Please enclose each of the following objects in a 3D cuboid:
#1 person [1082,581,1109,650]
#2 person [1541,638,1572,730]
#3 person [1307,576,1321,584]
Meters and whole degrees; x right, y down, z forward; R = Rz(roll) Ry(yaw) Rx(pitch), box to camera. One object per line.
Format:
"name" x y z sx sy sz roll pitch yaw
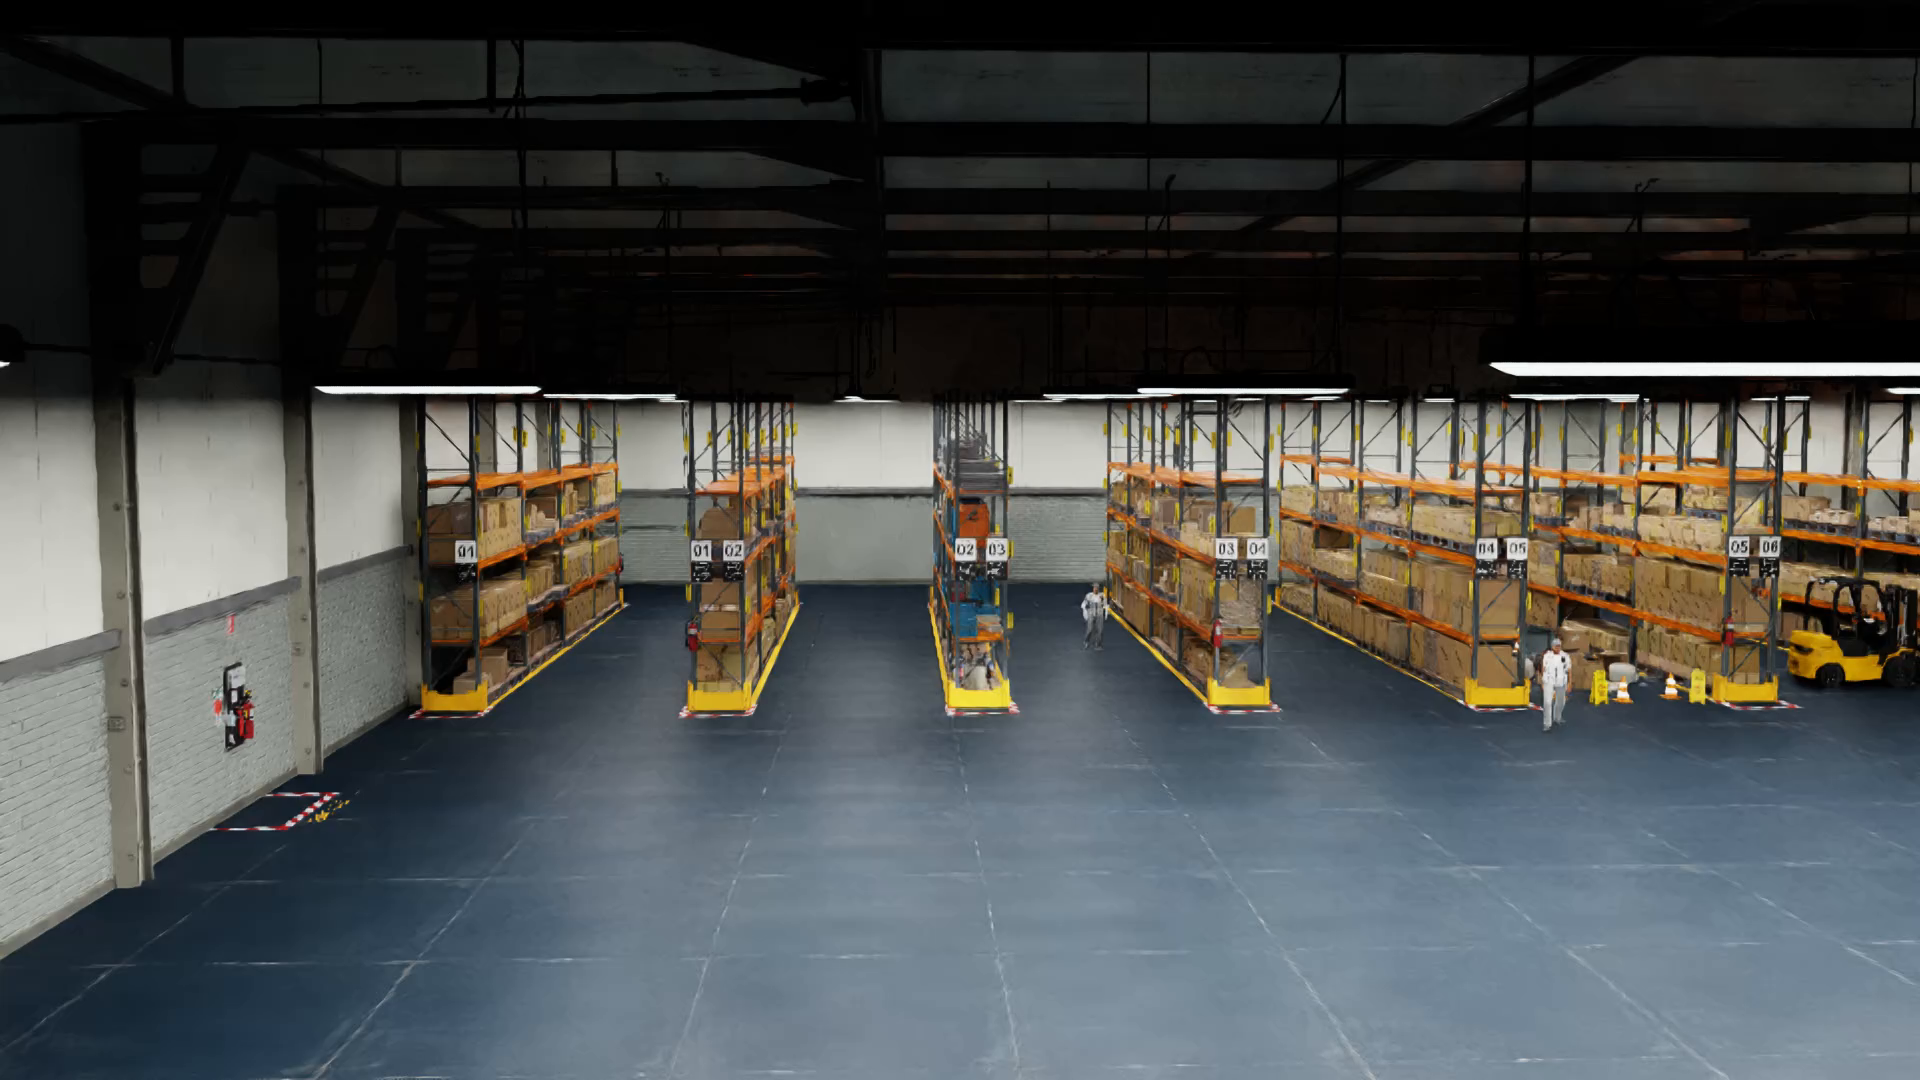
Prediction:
"person" 3.147 1.758 38.758 0.632 1.627 0.501 0 5 -5
"person" 10.527 2.517 29.361 0.502 1.609 0.891 1 5 14
"person" 11.019 0.694 51.649 0.523 1.625 0.913 2 5 26
